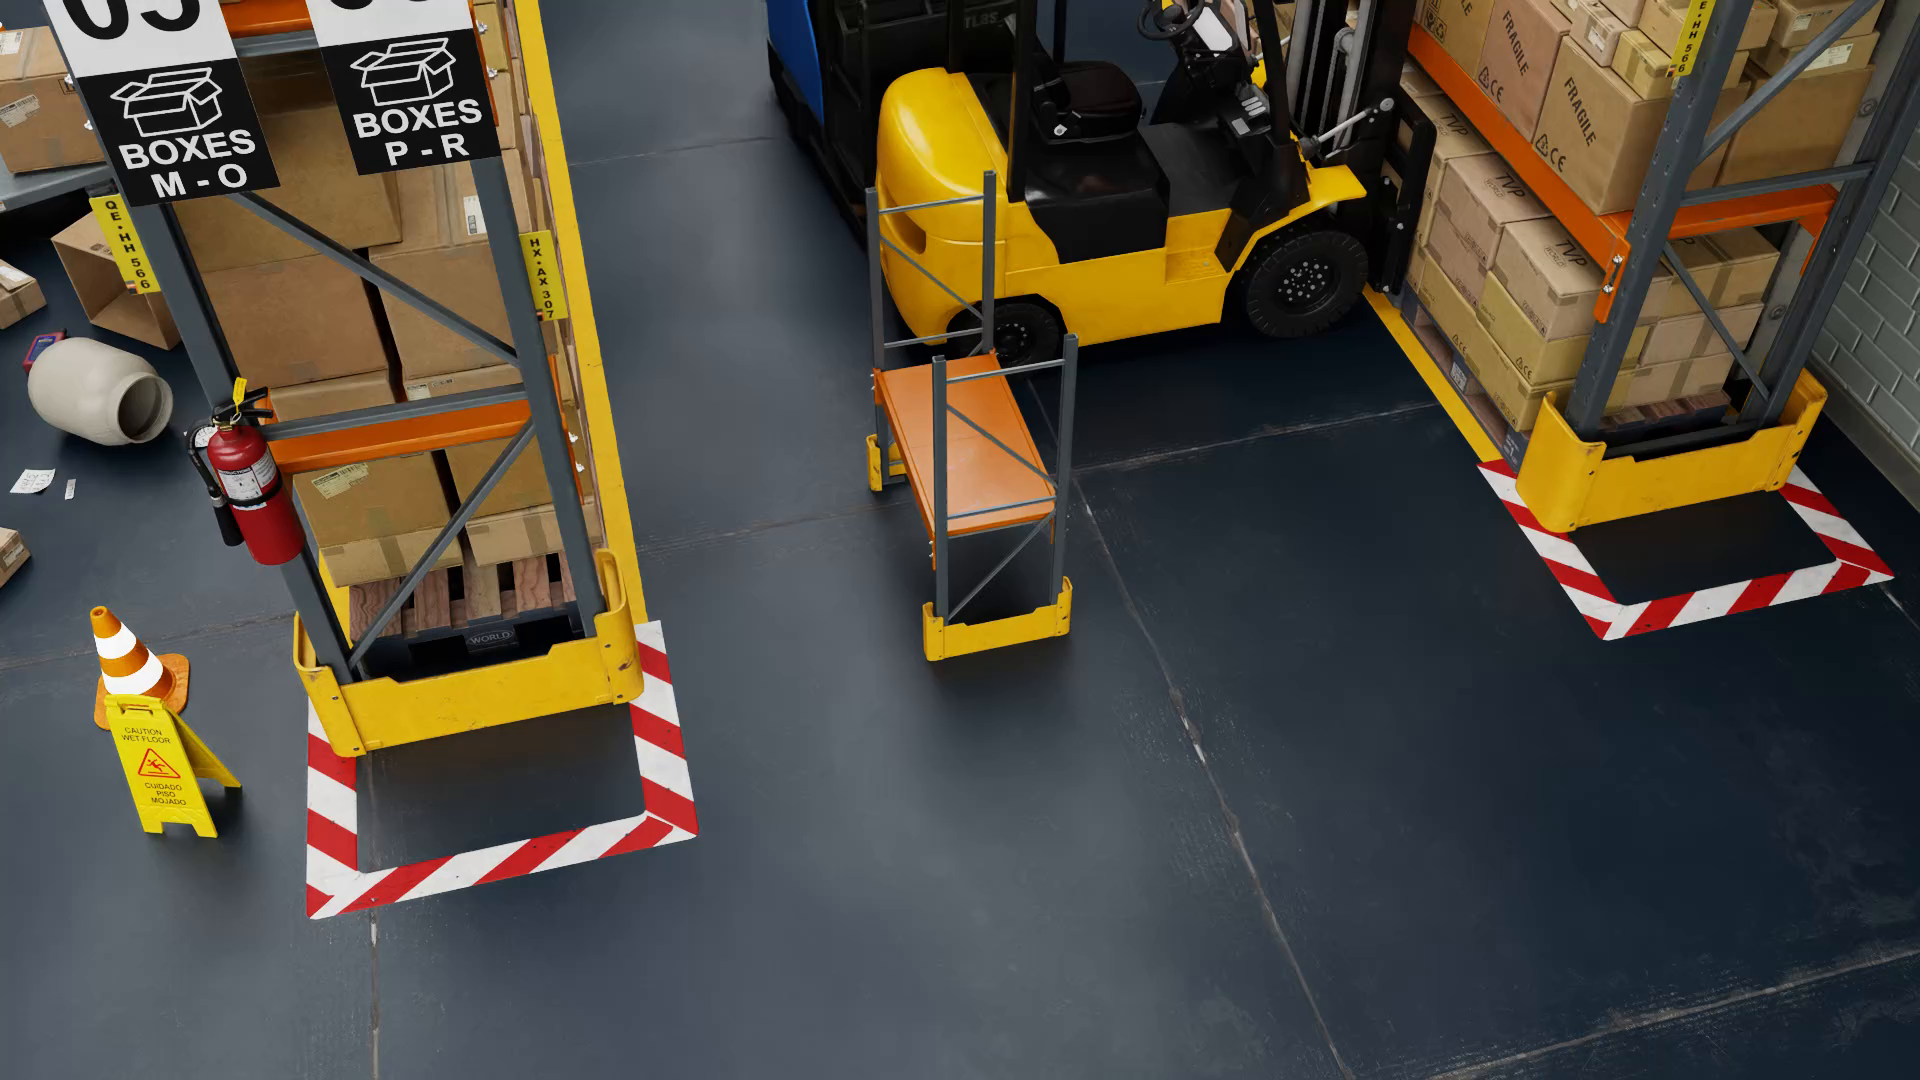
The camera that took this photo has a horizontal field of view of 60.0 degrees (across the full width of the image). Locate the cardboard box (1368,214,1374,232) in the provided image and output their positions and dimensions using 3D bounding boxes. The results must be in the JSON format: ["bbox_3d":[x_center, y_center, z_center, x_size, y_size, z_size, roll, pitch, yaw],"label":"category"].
[{"bbox_3d":[2.181,-1.809,8.305,0.500,0.250,0.500,-9,46,-9],"label":"cardboard box"}]

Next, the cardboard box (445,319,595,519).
[{"bbox_3d":[-1.744,-0.472,6.469,0.500,0.500,0.500,-12,47,-12],"label":"cardboard box"}]

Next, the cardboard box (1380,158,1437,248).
[{"bbox_3d":[2.302,-1.650,7.799,0.500,0.250,0.500,-12,47,-11],"label":"cardboard box"}]

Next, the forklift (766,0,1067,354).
[{"bbox_3d":[-0.079,-2.807,7.699,1.130,2.935,3.031,-15,48,-15],"label":"forklift"}]

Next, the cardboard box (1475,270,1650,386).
[{"bbox_3d":[2.572,-0.950,7.112,0.500,0.250,0.500,-11,47,-11],"label":"cardboard box"}]

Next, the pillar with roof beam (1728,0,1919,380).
[{"bbox_3d":[-0.470,-3.269,3.904,9.100,9.000,0.400,-11,47,-10],"label":"pillar with roof beam"}]

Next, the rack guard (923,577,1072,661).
[{"bbox_3d":[0.147,0.309,6.523,0.587,0.250,0.087,-11,47,-10],"label":"rack guard"}]

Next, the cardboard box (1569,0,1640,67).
[{"bbox_3d":[2.545,-1.932,6.270,0.380,0.149,0.250,-10,46,-10],"label":"cardboard box"}]

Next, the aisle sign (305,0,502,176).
[{"bbox_3d":[-1.483,-1.325,4.379,0.394,0.787,0.004,-11,47,-10],"label":"aisle sign"}]

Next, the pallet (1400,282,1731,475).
[{"bbox_3d":[2.763,-0.856,7.691,1.003,0.211,1.213,-11,47,-10],"label":"pallet"}]

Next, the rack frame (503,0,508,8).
[{"bbox_3d":[-2.822,-3.163,8.000,1.000,3.000,0.127,-11,47,-10],"label":"rack frame"}]

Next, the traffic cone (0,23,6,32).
[{"bbox_3d":[-5.534,-2.892,9.511,0.336,0.463,0.334,-11,47,-10],"label":"traffic cone"}]

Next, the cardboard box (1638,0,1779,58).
[{"bbox_3d":[2.704,-1.886,6.016,0.380,0.149,0.250,-11,47,-10],"label":"cardboard box"}]

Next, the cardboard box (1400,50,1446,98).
[{"bbox_3d":[2.182,-2.156,7.944,0.500,0.250,0.500,-12,47,-11],"label":"cardboard box"}]

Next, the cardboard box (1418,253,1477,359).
[{"bbox_3d":[2.455,-1.107,7.617,0.500,0.250,0.500,-11,47,-10],"label":"cardboard box"}]

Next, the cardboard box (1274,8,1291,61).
[{"bbox_3d":[1.931,-2.695,8.822,0.500,0.250,0.500,-11,47,-11],"label":"cardboard box"}]

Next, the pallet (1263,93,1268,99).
[{"bbox_3d":[2.138,-2.540,9.342,1.003,0.211,1.213,-11,47,-10],"label":"pallet"}]

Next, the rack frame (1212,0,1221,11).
[{"bbox_3d":[1.975,-4.073,8.892,1.000,3.000,0.127,-11,47,-10],"label":"rack frame"}]

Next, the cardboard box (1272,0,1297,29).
[{"bbox_3d":[1.917,-2.861,8.636,0.500,0.250,0.500,-11,47,-10],"label":"cardboard box"}]

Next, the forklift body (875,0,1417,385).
[{"bbox_3d":[0.750,-1.990,7.445,2.313,2.155,1.214,-11,47,-10],"label":"forklift body"}]

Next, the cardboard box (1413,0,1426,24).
[{"bbox_3d":[2.224,-2.697,7.473,0.500,0.500,0.500,-10,46,-10],"label":"cardboard box"}]

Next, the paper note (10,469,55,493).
[{"bbox_3d":[-4.037,-0.260,7.243,0.148,0.019,0.142,4,46,4],"label":"paper note"}]

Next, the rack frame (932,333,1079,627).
[{"bbox_3d":[0.152,-0.115,6.063,0.500,1.500,0.032,-11,47,-10],"label":"rack frame"}]

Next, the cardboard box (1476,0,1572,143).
[{"bbox_3d":[2.495,-1.998,6.788,0.500,0.500,0.500,-9,46,-9],"label":"cardboard box"}]

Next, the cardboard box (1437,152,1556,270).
[{"bbox_3d":[2.443,-1.458,7.261,0.500,0.250,0.500,-10,46,-10],"label":"cardboard box"}]

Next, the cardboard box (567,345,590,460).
[{"bbox_3d":[-1.861,-0.547,7.068,0.500,0.250,0.500,-9,46,-9],"label":"cardboard box"}]

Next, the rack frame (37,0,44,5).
[{"bbox_3d":[-1.798,-2.501,3.151,1.000,3.000,0.127,-11,47,-10],"label":"rack frame"}]

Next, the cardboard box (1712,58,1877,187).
[{"bbox_3d":[3.141,-1.739,6.535,0.500,0.500,0.500,-9,46,-9],"label":"cardboard box"}]

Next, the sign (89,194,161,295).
[{"bbox_3d":[-2.340,-0.829,4.681,0.100,0.325,0.005,-11,47,-10],"label":"sign"}]

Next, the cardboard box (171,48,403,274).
[{"bbox_3d":[-2.140,-1.203,5.101,0.700,0.500,0.500,-12,47,-11],"label":"cardboard box"}]

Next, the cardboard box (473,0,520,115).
[{"bbox_3d":[-2.057,-1.976,6.559,0.500,0.500,0.500,-12,47,-11],"label":"cardboard box"}]

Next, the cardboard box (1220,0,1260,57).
[{"bbox_3d":[1.779,-2.863,9.337,0.500,0.250,0.500,-10,46,-10],"label":"cardboard box"}]

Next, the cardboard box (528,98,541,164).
[{"bbox_3d":[-2.411,-1.988,8.480,0.500,0.250,0.500,-9,46,-9],"label":"cardboard box"}]

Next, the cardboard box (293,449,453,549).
[{"bbox_3d":[-2.256,-0.354,6.353,0.500,0.500,0.500,-10,46,-10],"label":"cardboard box"}]

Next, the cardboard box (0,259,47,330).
[{"bbox_3d":[-4.689,-1.251,8.041,0.396,0.266,0.258,27,51,24],"label":"cardboard box"}]

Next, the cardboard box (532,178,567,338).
[{"bbox_3d":[-2.003,-1.180,7.163,0.500,0.500,0.500,-10,46,-10],"label":"cardboard box"}]

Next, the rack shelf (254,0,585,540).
[{"bbox_3d":[-2.310,-1.530,6.904,1.077,0.370,4.000,-11,47,-10],"label":"rack shelf"}]

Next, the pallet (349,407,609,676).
[{"bbox_3d":[-1.992,-0.045,6.897,1.003,0.211,1.213,-11,47,-10],"label":"pallet"}]

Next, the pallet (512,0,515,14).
[{"bbox_3d":[-3.339,-3.568,10.349,1.003,0.211,1.213,-11,47,-10],"label":"pallet"}]

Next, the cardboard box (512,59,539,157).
[{"bbox_3d":[-2.280,-1.900,7.868,0.500,0.500,0.500,-10,46,-10],"label":"cardboard box"}]

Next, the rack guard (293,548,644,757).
[{"bbox_3d":[-1.818,0.421,6.238,1.175,0.500,0.348,-11,47,-10],"label":"rack guard"}]

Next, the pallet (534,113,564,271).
[{"bbox_3d":[-2.616,-1.729,8.548,1.003,0.211,1.213,-11,47,-10],"label":"pallet"}]

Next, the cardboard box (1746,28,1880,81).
[{"bbox_3d":[3.163,-1.855,6.194,0.380,0.149,0.250,-12,47,-11],"label":"cardboard box"}]

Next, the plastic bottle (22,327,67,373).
[{"bbox_3d":[-4.305,-0.900,7.840,0.133,0.061,0.283,-3,46,-3],"label":"plastic bottle"}]

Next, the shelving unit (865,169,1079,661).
[{"bbox_3d":[0.020,-0.472,6.414,0.587,1.500,1.083,-11,47,-10],"label":"shelving unit"}]

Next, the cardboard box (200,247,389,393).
[{"bbox_3d":[-2.204,-0.865,5.469,0.500,0.500,0.500,-11,47,-11],"label":"cardboard box"}]

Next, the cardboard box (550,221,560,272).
[{"bbox_3d":[-2.139,-1.271,7.777,0.500,0.250,0.500,-10,46,-10],"label":"cardboard box"}]

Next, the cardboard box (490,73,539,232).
[{"bbox_3d":[-1.787,-1.275,5.872,0.500,0.500,0.500,-9,46,-9],"label":"cardboard box"}]

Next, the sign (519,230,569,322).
[{"bbox_3d":[-1.274,-0.803,5.082,0.100,0.325,0.005,-11,47,-10],"label":"sign"}]

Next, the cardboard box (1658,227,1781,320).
[{"bbox_3d":[3.059,-1.212,7.020,0.500,0.250,0.500,-11,47,-11],"label":"cardboard box"}]

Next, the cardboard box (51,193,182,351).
[{"bbox_3d":[-3.863,-1.300,7.923,0.500,0.500,0.500,19,48,17],"label":"cardboard box"}]

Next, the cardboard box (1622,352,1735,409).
[{"bbox_3d":[3.062,-0.871,7.385,0.500,0.250,0.500,-11,47,-10],"label":"cardboard box"}]
